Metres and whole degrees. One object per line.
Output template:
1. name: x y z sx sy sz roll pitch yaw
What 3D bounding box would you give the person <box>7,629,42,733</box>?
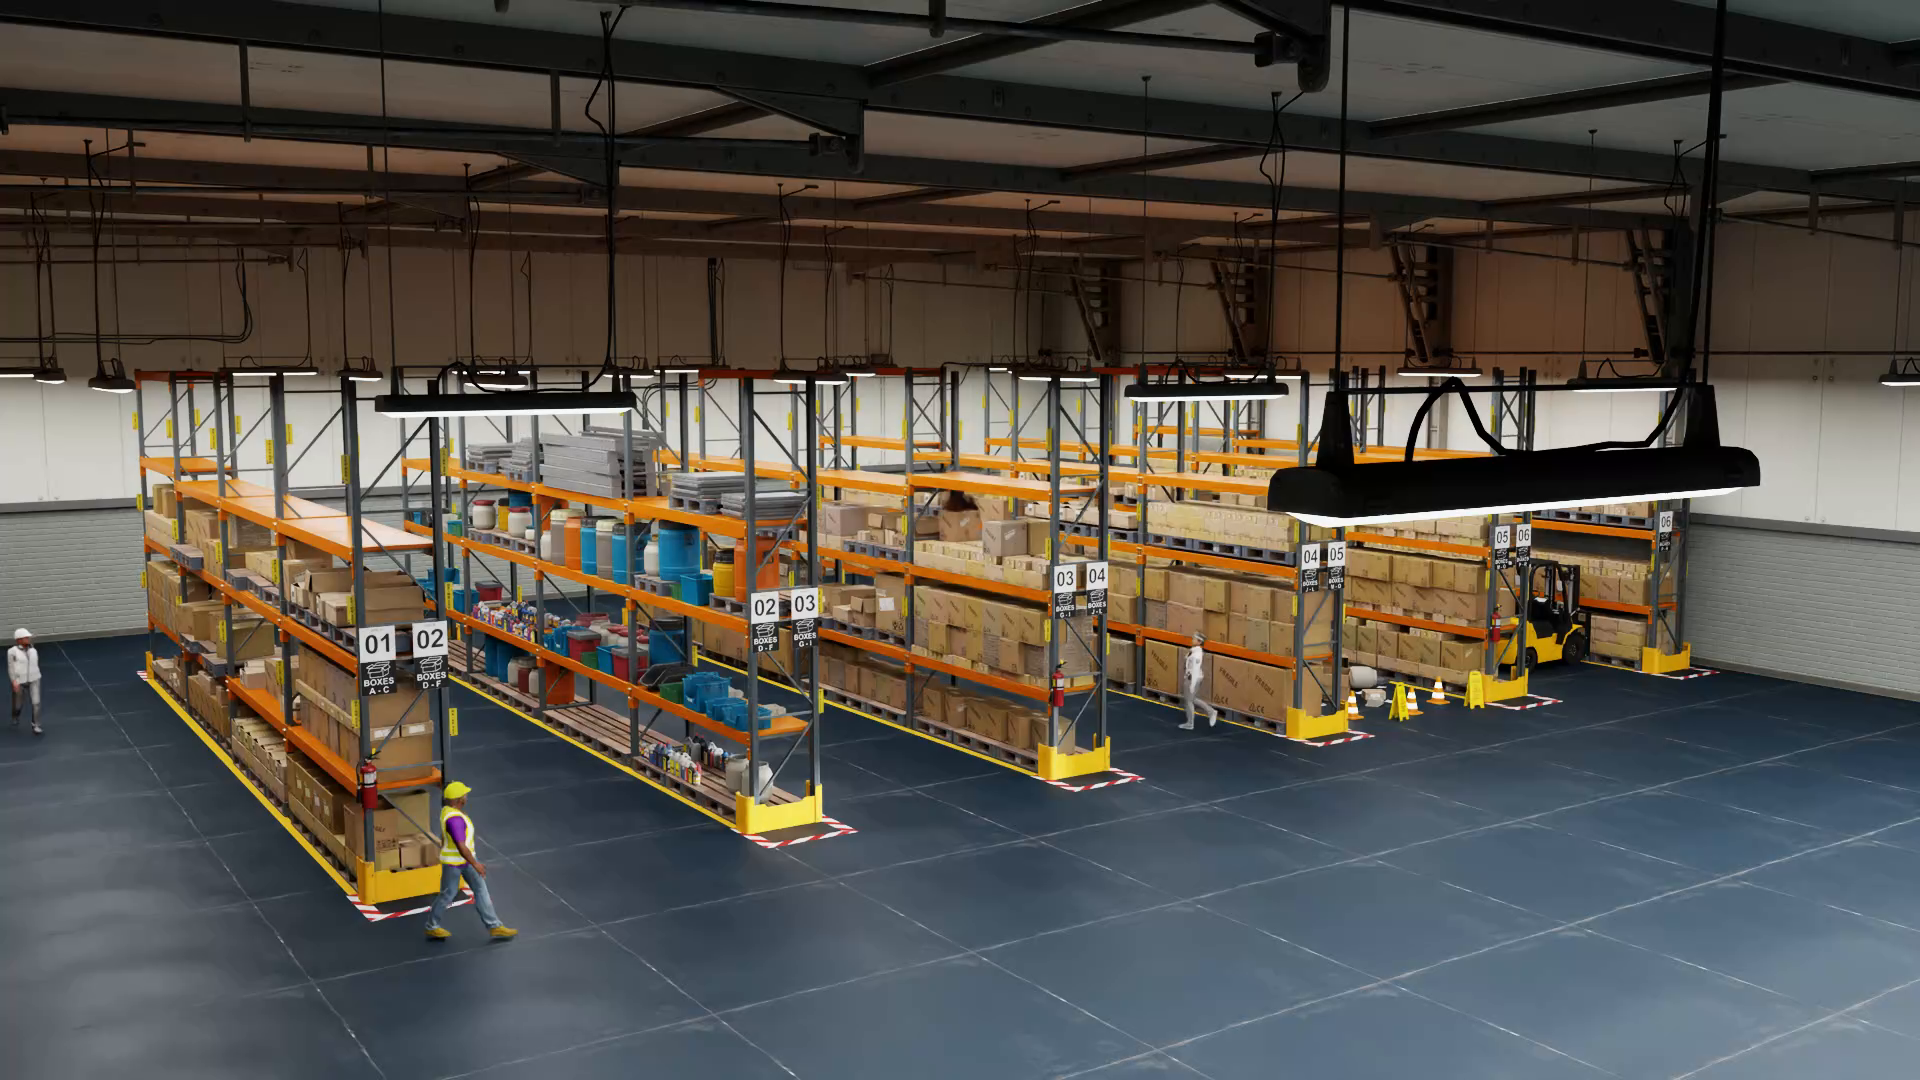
1. person: -15.622 2.333 27.754 0.493 1.729 0.841 -5 8 -37

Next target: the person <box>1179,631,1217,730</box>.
1. person: 3.977 2.354 27.836 0.642 1.672 0.486 2 7 21

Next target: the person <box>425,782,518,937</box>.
1. person: -5.316 3.444 17.859 1.004 1.706 0.490 2 7 15

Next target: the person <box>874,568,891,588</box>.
1. person: -1.561 1.409 35.844 0.616 1.743 0.996 -4 8 -32
